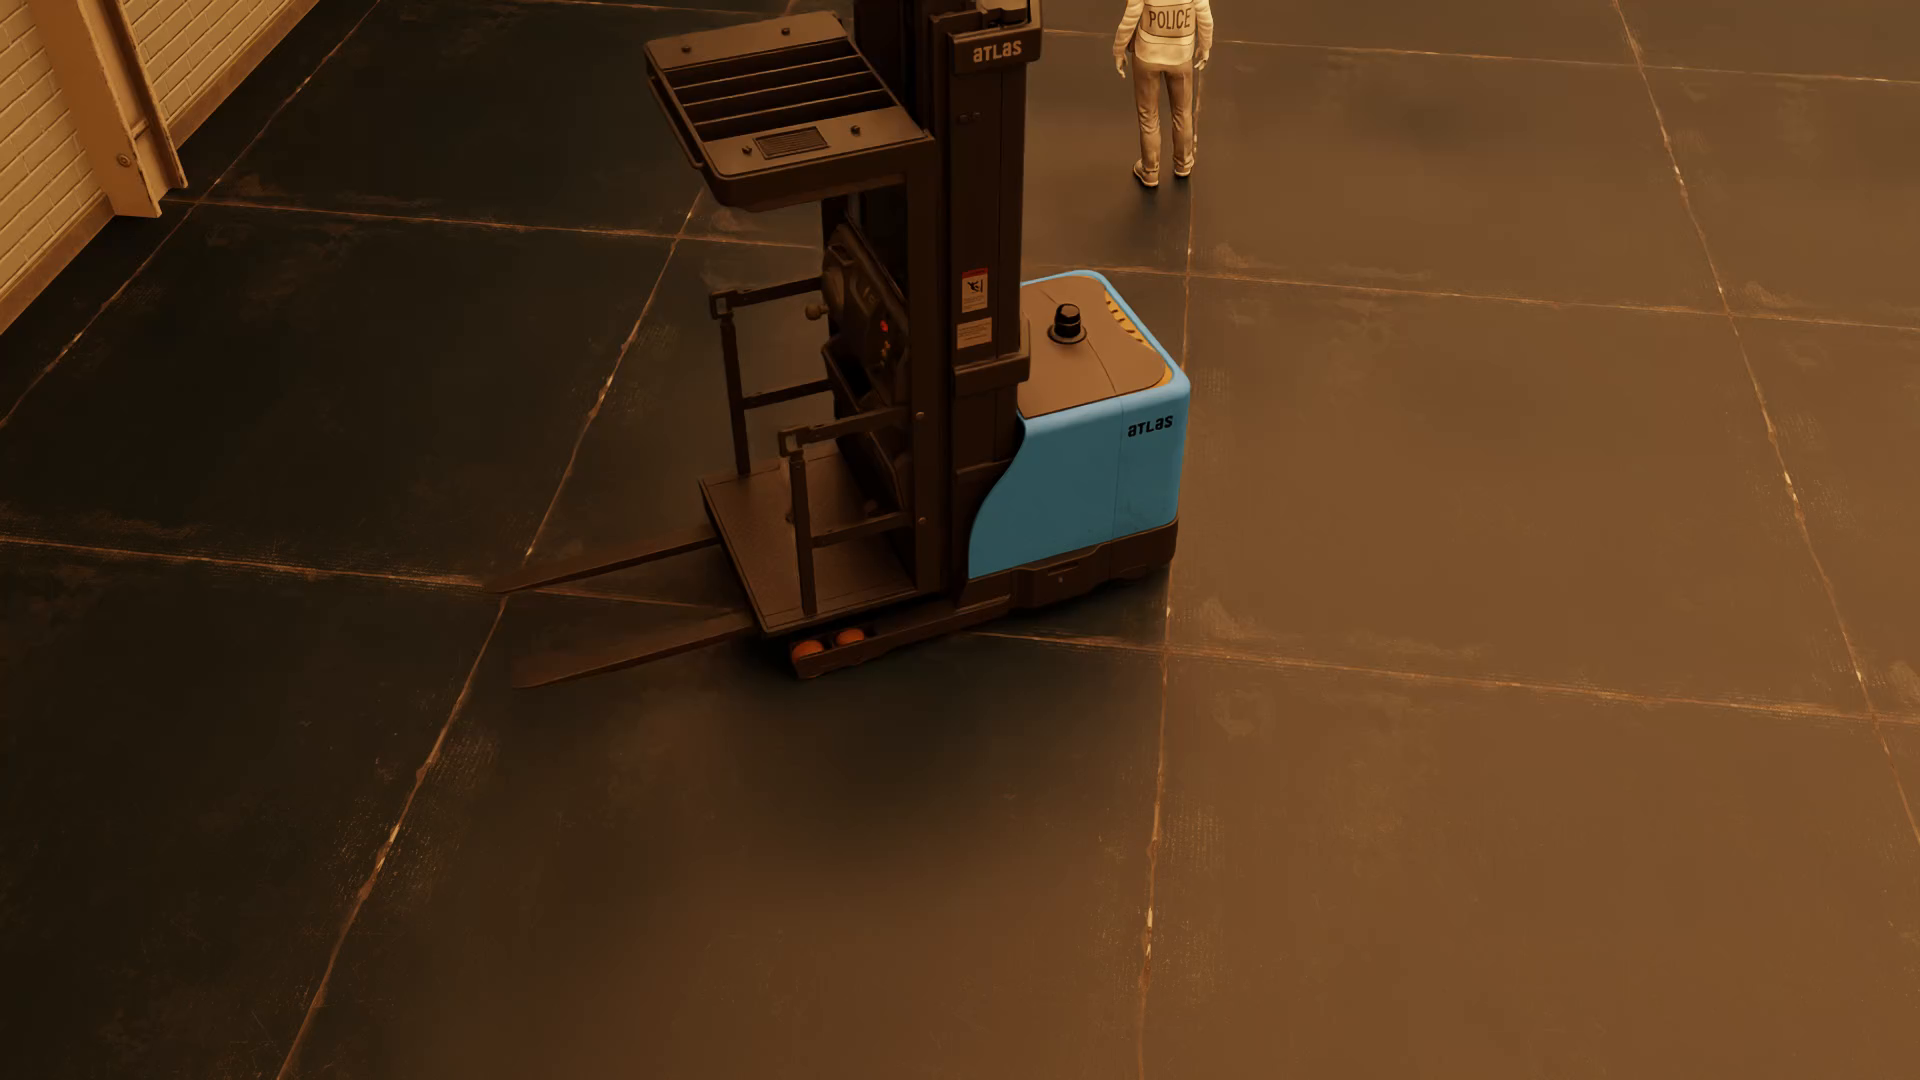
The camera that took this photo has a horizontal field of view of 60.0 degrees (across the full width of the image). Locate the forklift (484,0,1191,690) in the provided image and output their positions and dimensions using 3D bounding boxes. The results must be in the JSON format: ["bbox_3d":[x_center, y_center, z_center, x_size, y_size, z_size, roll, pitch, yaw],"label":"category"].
[{"bbox_3d":[-0.572,-0.887,6.690,3.031,2.935,1.130,-15,45,-16],"label":"forklift"}]

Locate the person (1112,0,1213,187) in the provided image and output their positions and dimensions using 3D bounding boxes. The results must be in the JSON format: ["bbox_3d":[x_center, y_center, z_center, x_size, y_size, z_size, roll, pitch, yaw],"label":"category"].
[{"bbox_3d":[1.182,-2.873,9.755,0.587,1.693,0.529,-1,43,-1],"label":"person"}]
